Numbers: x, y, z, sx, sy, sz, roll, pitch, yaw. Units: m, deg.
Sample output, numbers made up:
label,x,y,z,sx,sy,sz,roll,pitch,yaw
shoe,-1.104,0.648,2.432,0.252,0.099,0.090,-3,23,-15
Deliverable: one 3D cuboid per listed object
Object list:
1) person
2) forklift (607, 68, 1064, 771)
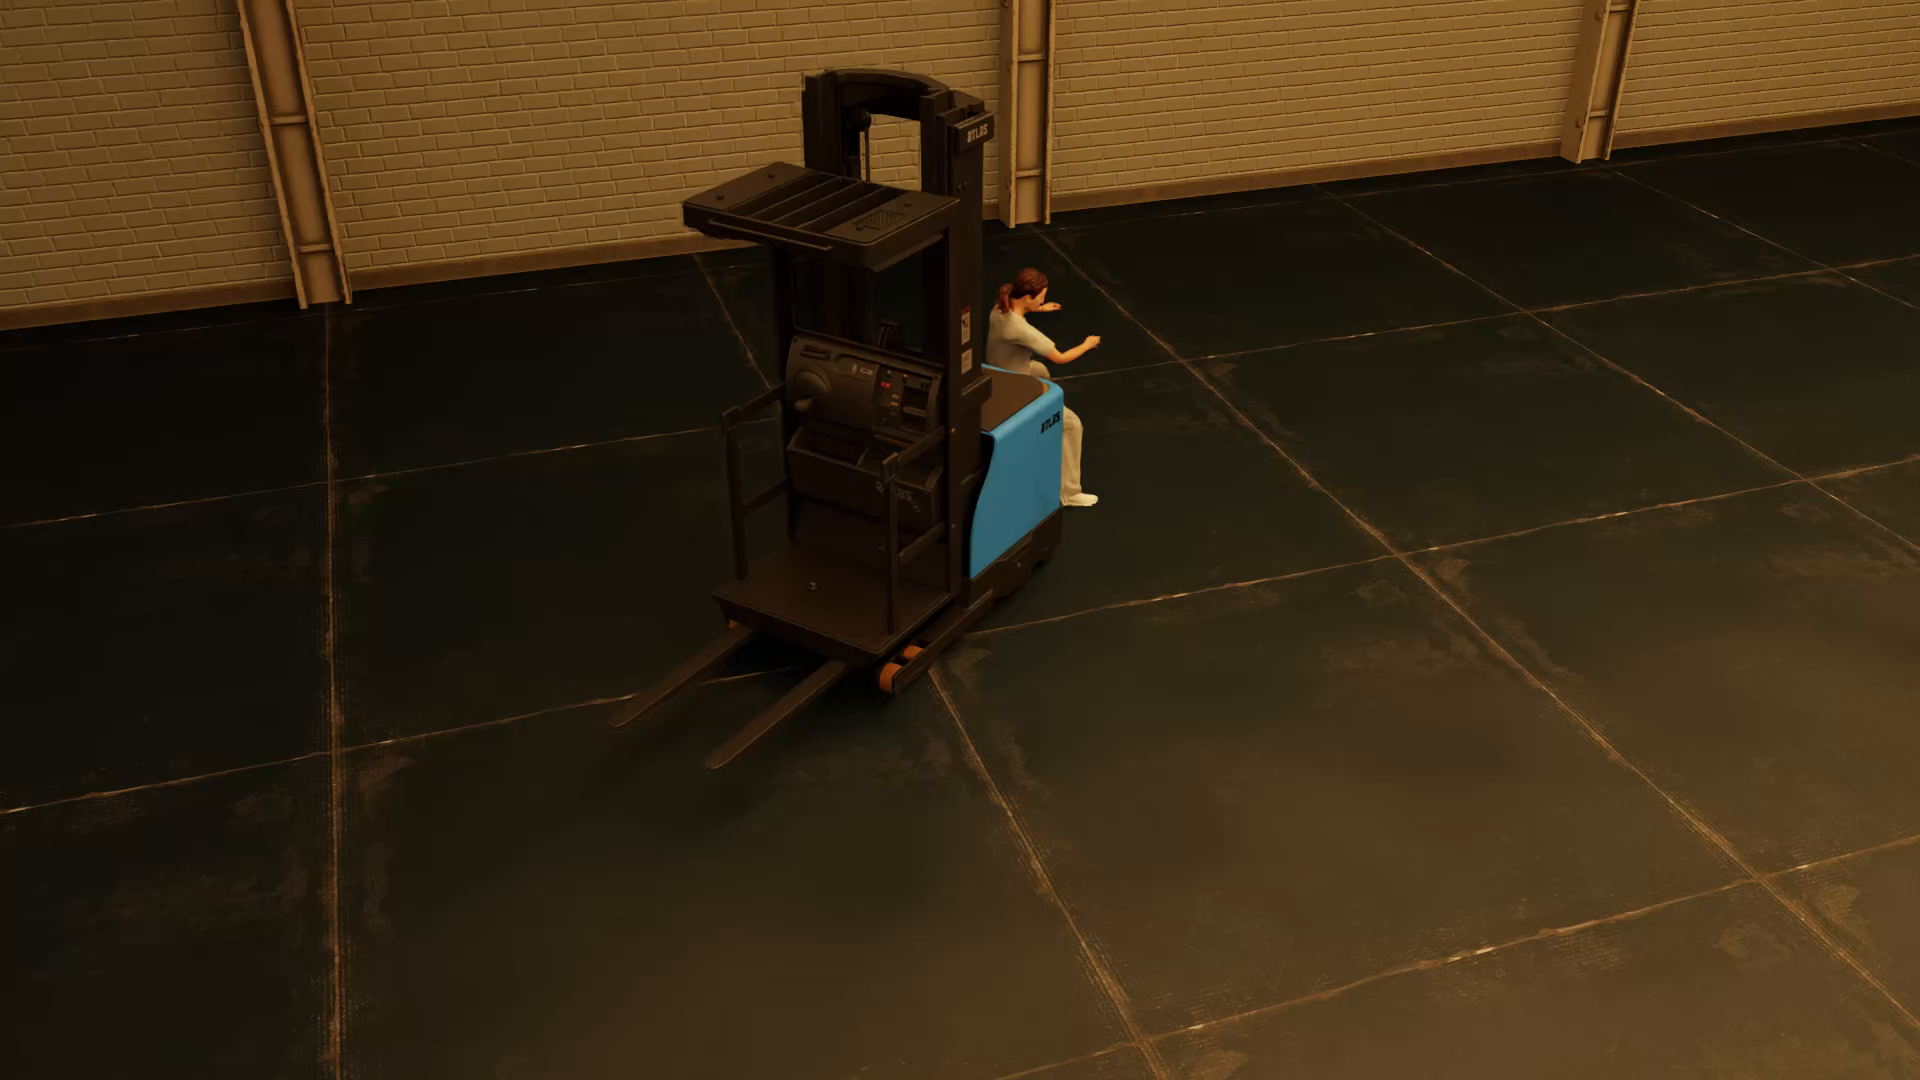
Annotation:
label,x,y,z,sx,sy,sz,roll,pitch,yaw
person,0.518,-1.022,10.369,0.690,1.454,0.884,-9,31,-15
forklift,-0.614,-0.734,8.362,1.130,2.935,3.031,18,34,28
